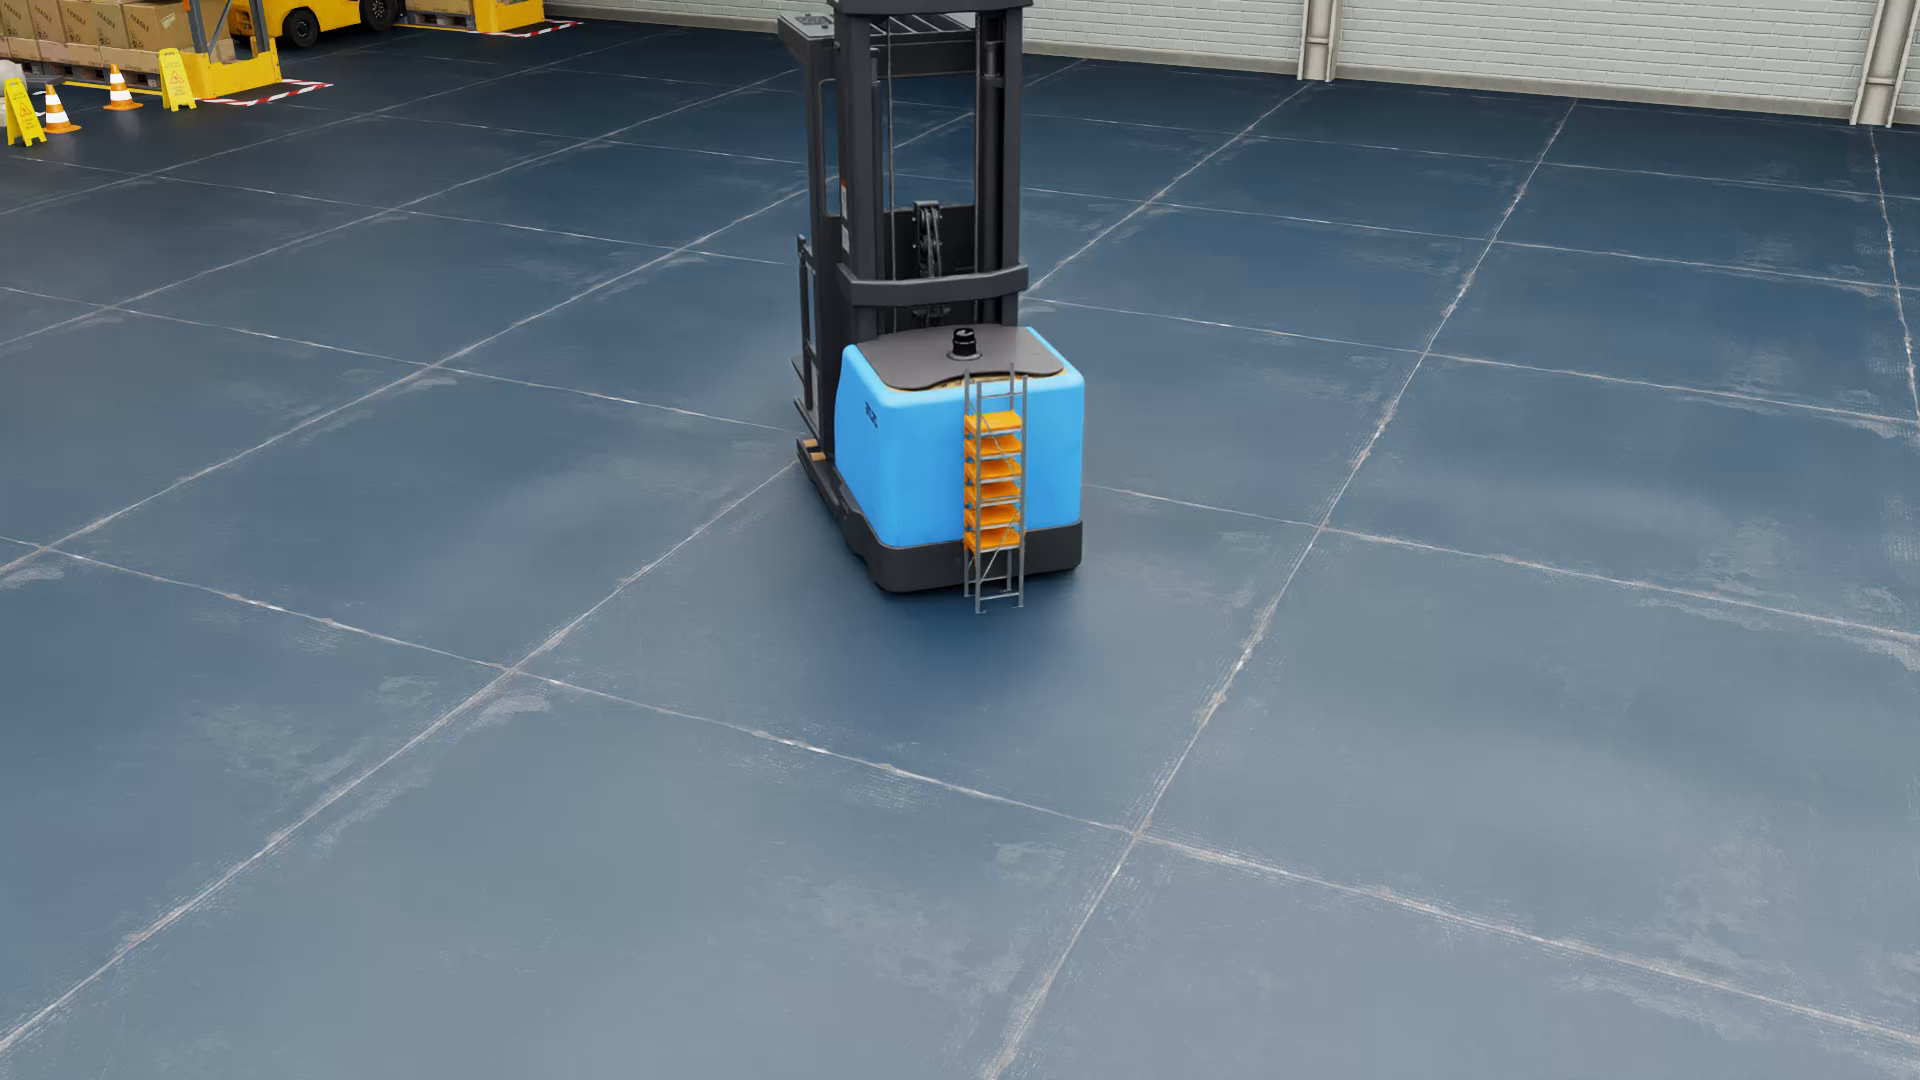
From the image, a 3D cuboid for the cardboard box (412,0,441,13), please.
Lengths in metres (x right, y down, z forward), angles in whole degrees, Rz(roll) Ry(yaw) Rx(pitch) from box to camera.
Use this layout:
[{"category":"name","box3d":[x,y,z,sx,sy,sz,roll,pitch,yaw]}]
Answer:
[{"category":"cardboard box","box3d":[-7.373,-7.627,23.482,0.500,0.250,0.500,11,28,22]}]

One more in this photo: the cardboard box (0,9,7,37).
[{"category":"cardboard box","box3d":[-11.633,-6.428,20.198,0.500,0.500,0.500,13,29,24]}]

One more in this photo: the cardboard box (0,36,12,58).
[{"category":"cardboard box","box3d":[-11.633,-6.091,20.364,0.500,0.250,0.500,10,28,19]}]

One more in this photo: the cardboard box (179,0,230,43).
[{"category":"cardboard box","box3d":[-9.059,-6.176,19.686,0.500,0.500,0.500,10,28,20]}]

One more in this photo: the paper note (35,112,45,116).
[{"category":"paper note","box3d":[-10.102,-4.662,18.185,0.142,0.019,0.148,2,26,4]}]

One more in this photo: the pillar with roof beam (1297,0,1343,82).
[{"category":"pillar with roof beam","box3d":[2.515,-7.874,14.556,0.400,9.000,9.100,11,28,22]}]

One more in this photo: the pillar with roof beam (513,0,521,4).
[{"category":"pillar with roof beam","box3d":[-8.409,-10.068,19.012,0.400,9.000,9.100,11,28,22]}]

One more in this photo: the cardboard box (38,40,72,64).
[{"category":"cardboard box","box3d":[-10.659,-5.902,19.980,0.500,0.250,0.500,11,28,21]}]

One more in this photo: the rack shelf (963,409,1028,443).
[{"category":"rack shelf","box3d":[0.164,-0.516,7.725,0.258,0.103,0.180,-8,27,-15]}]

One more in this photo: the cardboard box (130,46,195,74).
[{"category":"cardboard box","box3d":[-9.287,-5.620,19.407,0.500,0.250,0.500,11,28,22]}]

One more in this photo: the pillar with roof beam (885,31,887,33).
[{"category":"pillar with roof beam","box3d":[-2.947,-8.971,16.784,0.400,9.000,9.100,11,28,22]}]

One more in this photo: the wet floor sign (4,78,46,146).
[{"category":"wet floor sign","box3d":[-9.529,-4.347,16.850,0.232,0.644,0.267,6,27,13]}]

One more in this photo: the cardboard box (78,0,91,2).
[{"category":"cardboard box","box3d":[-10.083,-6.382,19.370,0.250,0.149,0.380,13,29,24]}]

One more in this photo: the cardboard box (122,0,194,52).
[{"category":"cardboard box","box3d":[-9.255,-5.954,19.237,0.500,0.500,0.500,12,28,22]}]

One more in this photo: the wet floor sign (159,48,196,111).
[{"category":"wet floor sign","box3d":[-8.687,-5.100,18.379,0.232,0.644,0.267,23,35,39]}]

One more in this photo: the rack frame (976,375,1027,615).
[{"category":"rack frame","box3d":[0.191,-0.194,7.786,0.240,1.200,0.006,-8,27,-15]}]

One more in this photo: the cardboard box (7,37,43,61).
[{"category":"cardboard box","box3d":[-11.143,-5.998,20.175,0.500,0.250,0.500,13,29,25]}]

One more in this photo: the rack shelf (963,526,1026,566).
[{"category":"rack shelf","box3d":[0.164,0.023,7.990,0.258,0.103,0.180,-8,27,-15]}]

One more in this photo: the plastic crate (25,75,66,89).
[{"category":"plastic crate","box3d":[-10.969,-5.426,19.681,0.583,0.080,0.402,2,26,4]}]

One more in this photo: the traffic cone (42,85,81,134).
[{"category":"traffic cone","box3d":[-9.493,-4.535,17.437,0.334,0.463,0.336,11,28,22]}]

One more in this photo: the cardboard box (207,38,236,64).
[{"category":"cardboard box","box3d":[-9.037,-5.835,19.843,0.500,0.250,0.500,11,28,21]}]

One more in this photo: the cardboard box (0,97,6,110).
[{"category":"cardboard box","box3d":[-10.446,-4.770,18.270,0.380,0.149,0.250,-18,31,-31]}]

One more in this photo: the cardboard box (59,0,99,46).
[{"category":"cardboard box","box3d":[-10.188,-6.144,19.621,0.500,0.500,0.500,11,28,21]}]

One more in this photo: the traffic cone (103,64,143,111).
[{"category":"traffic cone","box3d":[-9.343,-5.043,18.470,0.334,0.463,0.336,11,28,22]}]

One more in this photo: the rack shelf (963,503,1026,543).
[{"category":"rack shelf","box3d":[0.164,-0.085,7.937,0.258,0.103,0.180,-8,27,-15]}]

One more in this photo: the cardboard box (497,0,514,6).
[{"category":"cardboard box","box3d":[-6.732,-7.741,23.715,0.500,0.250,0.500,11,28,22]}]

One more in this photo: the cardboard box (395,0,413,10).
[{"category":"cardboard box","box3d":[-7.825,-7.722,23.675,0.500,0.250,0.500,12,29,22]}]

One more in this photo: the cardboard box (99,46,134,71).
[{"category":"cardboard box","box3d":[-9.733,-5.714,19.597,0.500,0.250,0.500,11,28,22]}]

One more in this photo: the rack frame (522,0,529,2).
[{"category":"rack frame","box3d":[-6.366,-8.618,22.859,0.127,3.000,1.000,11,28,22]}]

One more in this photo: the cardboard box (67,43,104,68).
[{"category":"cardboard box","box3d":[-10.212,-5.807,19.787,0.500,0.250,0.500,10,28,20]}]

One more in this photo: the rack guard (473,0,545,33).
[{"category":"rack guard","box3d":[-6.344,-7.492,23.402,0.348,0.500,1.175,11,28,22]}]

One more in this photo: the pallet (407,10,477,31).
[{"category":"pallet","box3d":[-7.080,-7.490,23.724,1.213,0.211,1.003,11,28,22]}]

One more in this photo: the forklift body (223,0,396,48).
[{"category":"forklift body","box3d":[-8.848,-7.851,22.260,1.214,2.155,2.313,11,28,22]}]

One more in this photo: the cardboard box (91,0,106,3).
[{"category":"cardboard box","box3d":[-9.844,-6.333,19.271,0.250,0.149,0.380,12,29,23]}]

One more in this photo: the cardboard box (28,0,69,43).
[{"category":"cardboard box","box3d":[-10.670,-6.239,19.815,0.500,0.500,0.500,13,29,24]}]

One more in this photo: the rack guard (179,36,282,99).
[{"category":"rack guard","box3d":[-8.487,-5.514,19.384,0.348,0.500,1.175,11,28,22]}]

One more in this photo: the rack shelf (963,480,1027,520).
[{"category":"rack shelf","box3d":[0.164,-0.193,7.884,0.258,0.103,0.180,-8,27,-15]}]

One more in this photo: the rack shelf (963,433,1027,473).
[{"category":"rack shelf","box3d":[0.164,-0.408,7.778,0.258,0.103,0.180,-8,27,-15]}]

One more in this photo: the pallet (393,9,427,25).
[{"category":"pallet","box3d":[-8.186,-7.714,24.178,1.213,0.211,1.003,11,28,22]}]

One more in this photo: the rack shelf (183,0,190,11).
[{"category":"rack shelf","box3d":[-10.238,-6.665,19.705,4.000,0.370,1.077,11,28,22]}]

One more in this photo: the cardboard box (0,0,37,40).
[{"category":"cardboard box","box3d":[-11.141,-6.335,20.009,0.500,0.500,0.500,13,29,24]}]

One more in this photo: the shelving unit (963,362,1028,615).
[{"category":"shelving unit","box3d":[0.164,-0.233,7.864,0.258,1.200,0.189,-8,27,-15]}]

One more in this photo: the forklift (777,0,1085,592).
[{"category":"forklift","box3d":[-0.307,-1.692,8.868,1.130,2.935,3.031,-8,27,-15]}]

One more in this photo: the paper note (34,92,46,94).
[{"category":"paper note","box3d":[-10.626,-5.183,19.242,0.148,0.019,0.142,2,26,4]}]

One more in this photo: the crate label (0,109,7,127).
[{"category":"crate label","box3d":[-10.234,-4.508,17.750,0.298,0.136,0.250,-2,26,-5]}]

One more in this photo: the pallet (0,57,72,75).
[{"category":"pallet","box3d":[-11.433,-5.993,20.684,1.213,0.211,1.003,11,28,22]}]

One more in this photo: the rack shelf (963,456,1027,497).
[{"category":"rack shelf","box3d":[0.164,-0.300,7.831,0.258,0.103,0.180,-8,27,-15]}]

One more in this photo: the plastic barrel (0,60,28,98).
[{"category":"plastic barrel","box3d":[-10.924,-5.235,18.903,0.512,0.421,0.421,-12,29,-23]}]

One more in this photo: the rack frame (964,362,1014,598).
[{"category":"rack frame","box3d":[0.137,-0.271,7.943,0.240,1.200,0.006,-8,27,-15]}]

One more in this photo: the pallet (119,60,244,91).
[{"category":"pallet","box3d":[-9.212,-5.547,19.778,1.213,0.211,1.003,11,28,22]}]

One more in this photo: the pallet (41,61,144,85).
[{"category":"pallet","box3d":[-10.318,-5.771,20.232,1.213,0.211,1.003,11,28,22]}]

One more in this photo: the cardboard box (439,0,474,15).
[{"category":"cardboard box","box3d":[-6.925,-7.532,23.290,0.500,0.250,0.500,12,28,22]}]

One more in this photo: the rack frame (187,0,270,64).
[{"category":"rack frame","box3d":[-8.417,-6.622,18.803,0.127,3.000,1.000,11,28,22]}]

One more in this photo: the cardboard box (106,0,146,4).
[{"category":"cardboard box","box3d":[-9.617,-6.286,19.175,0.250,0.149,0.380,12,29,23]}]

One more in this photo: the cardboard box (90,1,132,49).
[{"category":"cardboard box","box3d":[-9.731,-6.049,19.428,0.500,0.500,0.500,12,29,24]}]

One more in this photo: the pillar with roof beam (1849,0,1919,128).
[{"category":"pillar with roof beam","box3d":[7.977,-6.777,12.328,0.400,9.000,9.100,11,28,22]}]
